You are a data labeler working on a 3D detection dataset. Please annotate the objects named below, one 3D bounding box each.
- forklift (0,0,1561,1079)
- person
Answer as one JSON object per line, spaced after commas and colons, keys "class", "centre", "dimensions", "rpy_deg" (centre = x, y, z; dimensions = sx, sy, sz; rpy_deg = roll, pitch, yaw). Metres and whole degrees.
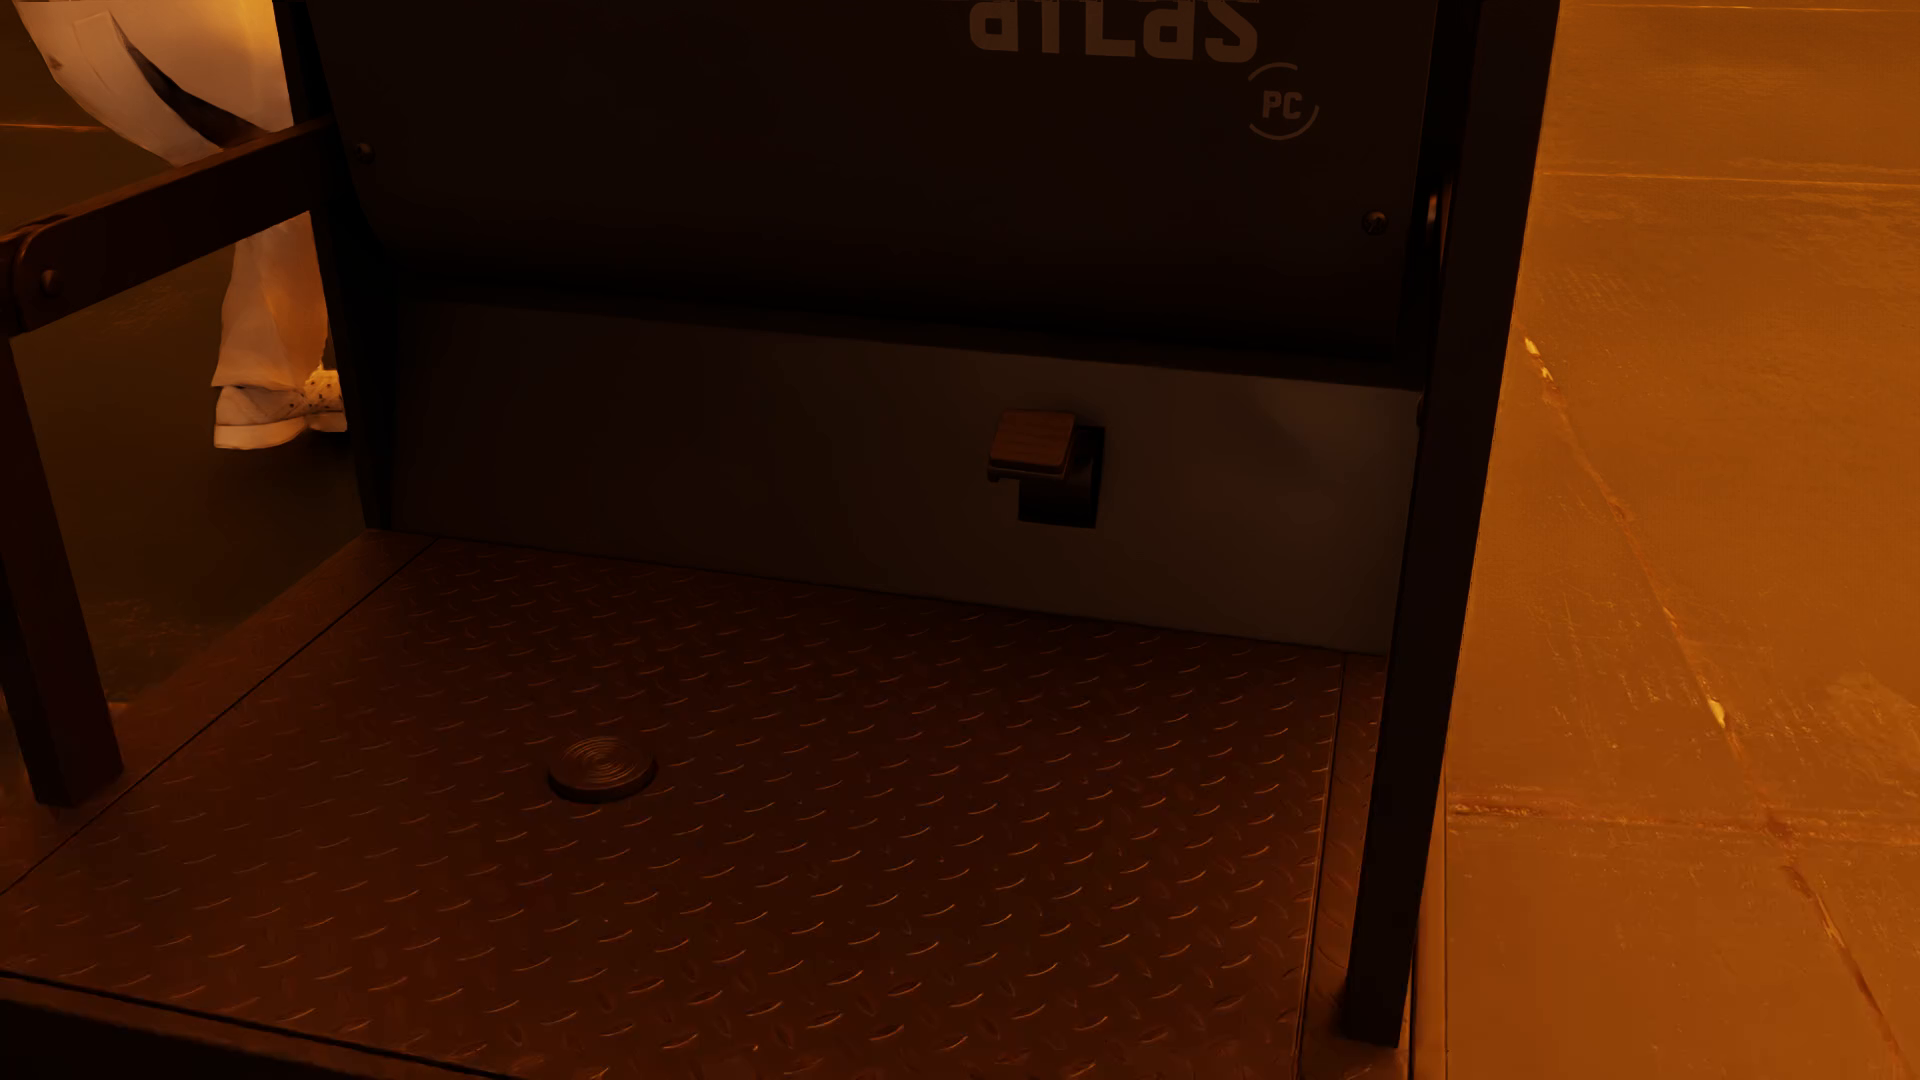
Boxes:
{"class": "forklift", "centre": [-0.144, -0.853, 0.926], "dimensions": [1.130, 2.935, 3.031], "rpy_deg": [7, 27, 13]}
{"class": "person", "centre": [-1.028, -0.929, 2.648], "dimensions": [1.489, 1.494, 0.860], "rpy_deg": [3, 27, 6]}
